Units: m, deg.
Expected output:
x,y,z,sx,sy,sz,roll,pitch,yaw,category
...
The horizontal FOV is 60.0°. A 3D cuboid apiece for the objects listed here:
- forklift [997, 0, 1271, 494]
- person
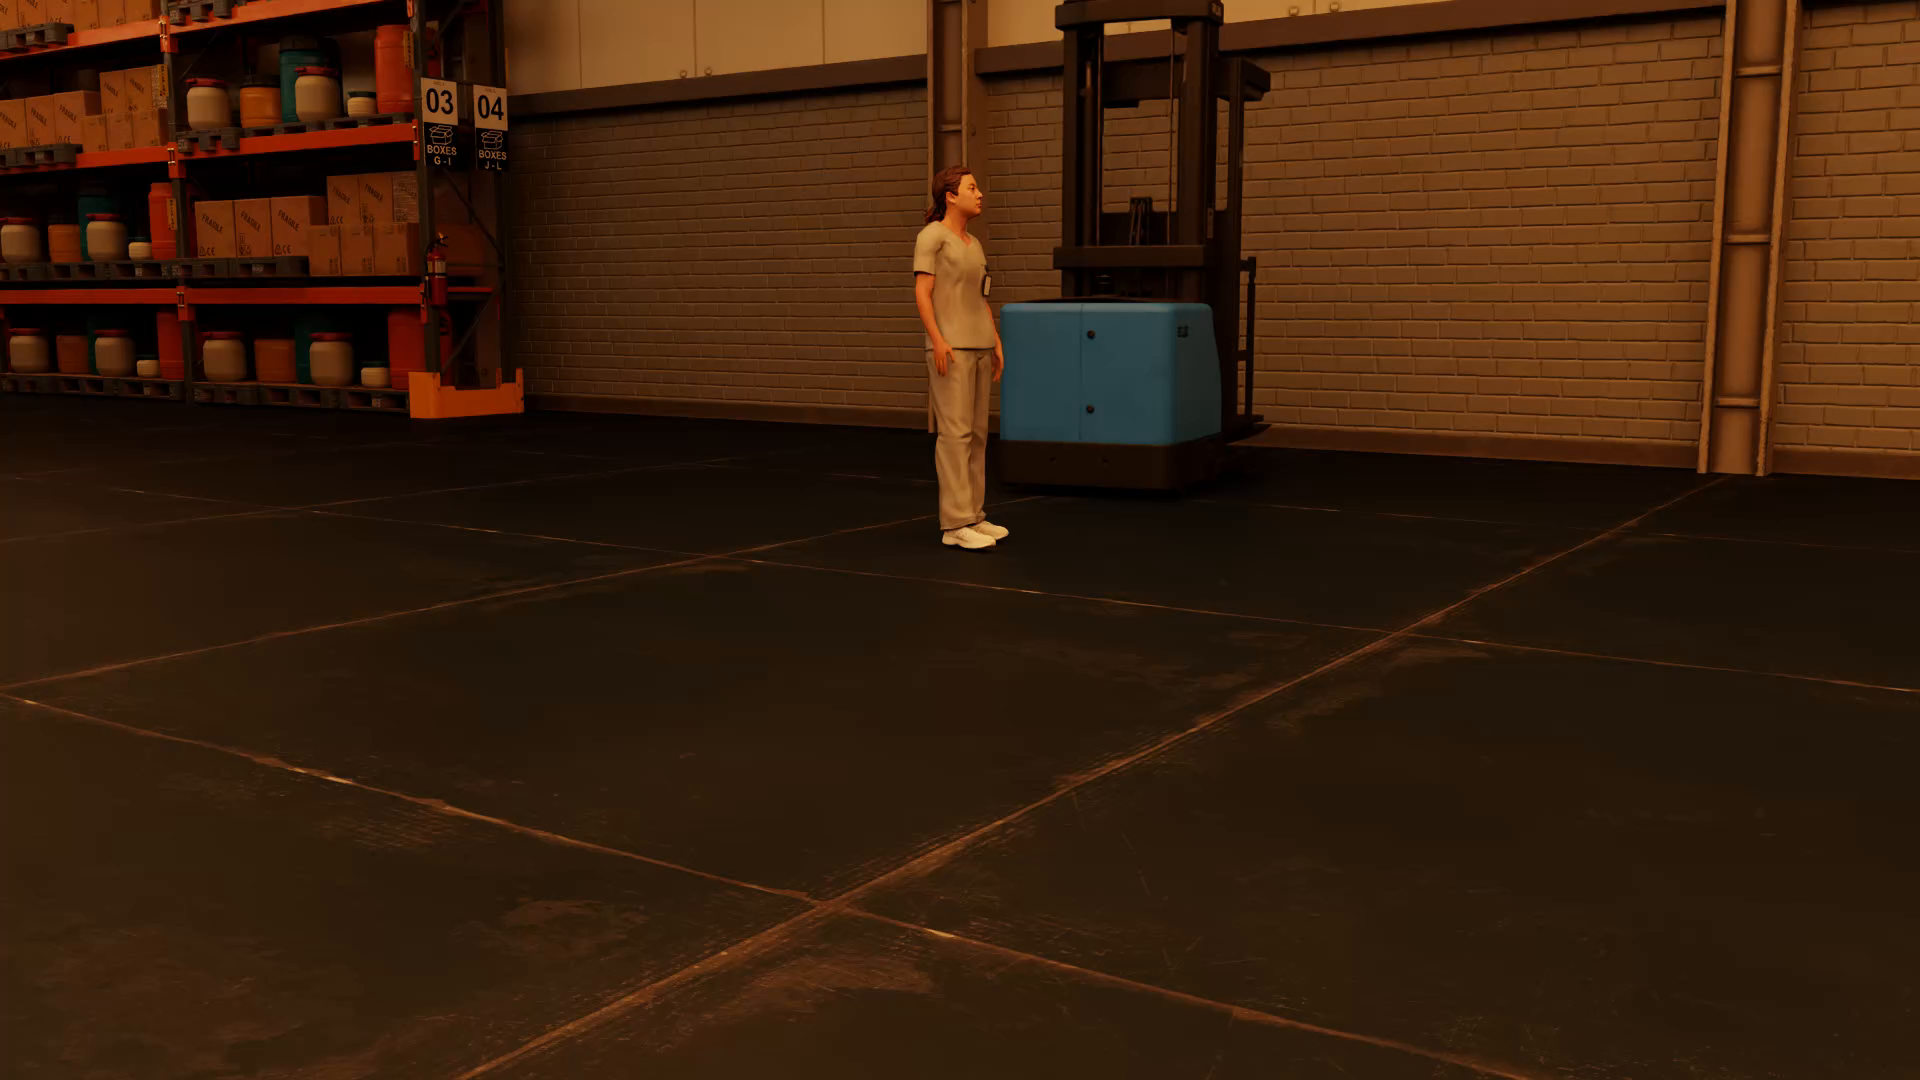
x,y,z,sx,sy,sz,roll,pitch,yaw,category
1.271,-1.871,10.352,1.130,2.935,3.031,4,9,24,forklift
0.054,-0.829,7.433,0.548,1.673,0.550,5,10,34,person
